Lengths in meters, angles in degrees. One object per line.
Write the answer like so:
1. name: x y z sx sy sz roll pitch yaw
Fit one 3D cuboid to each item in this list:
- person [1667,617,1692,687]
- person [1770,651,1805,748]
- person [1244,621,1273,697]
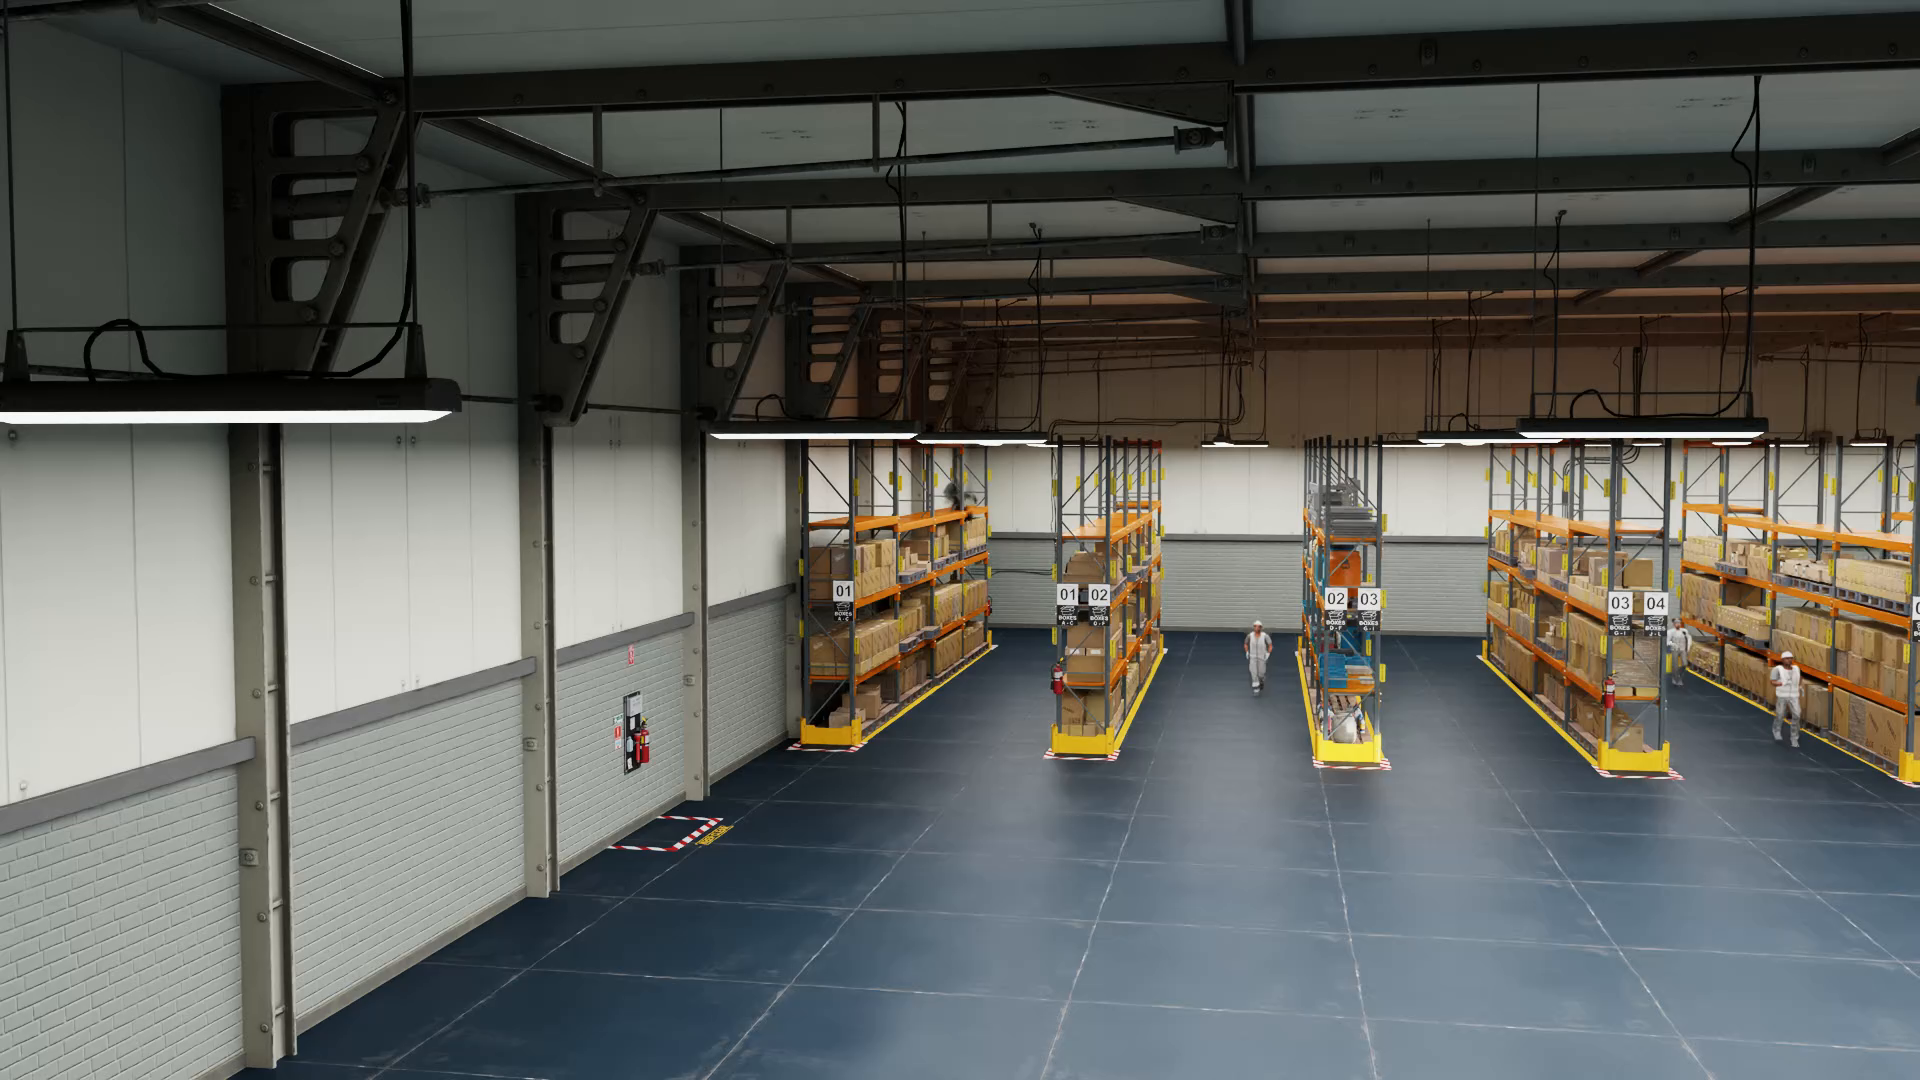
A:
1. person: 17.454 2.712 40.368 0.622 1.687 0.657 1 3 14
2. person: 16.060 3.082 32.283 0.662 1.845 0.790 1 3 10
3. person: 6.942 2.755 38.743 0.671 1.753 0.765 1 3 16
